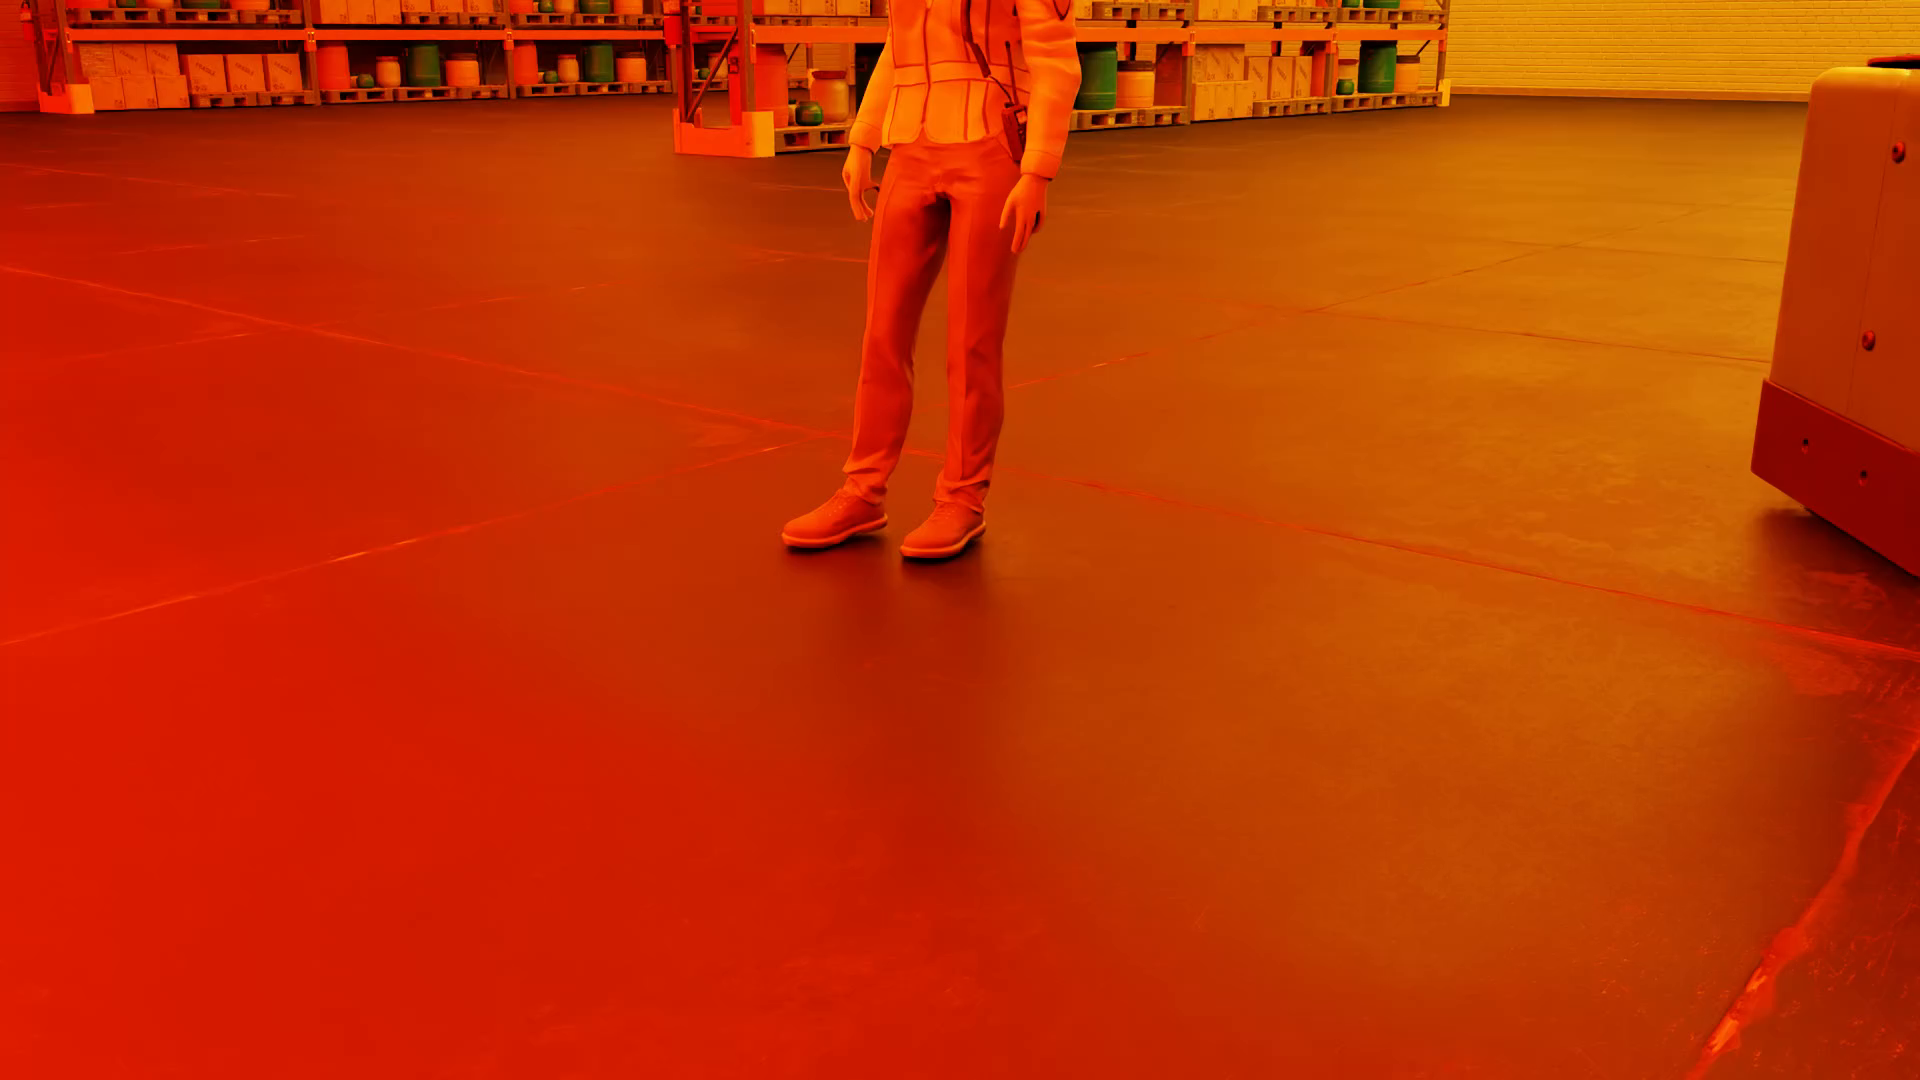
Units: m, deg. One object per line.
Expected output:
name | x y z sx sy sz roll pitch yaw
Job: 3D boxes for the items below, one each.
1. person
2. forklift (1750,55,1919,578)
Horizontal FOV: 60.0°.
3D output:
person | -0.049 -0.804 3.647 0.588 1.695 0.531 13 21 37
forklift | 3.516 -1.355 3.360 3.031 2.935 1.130 1 17 3
